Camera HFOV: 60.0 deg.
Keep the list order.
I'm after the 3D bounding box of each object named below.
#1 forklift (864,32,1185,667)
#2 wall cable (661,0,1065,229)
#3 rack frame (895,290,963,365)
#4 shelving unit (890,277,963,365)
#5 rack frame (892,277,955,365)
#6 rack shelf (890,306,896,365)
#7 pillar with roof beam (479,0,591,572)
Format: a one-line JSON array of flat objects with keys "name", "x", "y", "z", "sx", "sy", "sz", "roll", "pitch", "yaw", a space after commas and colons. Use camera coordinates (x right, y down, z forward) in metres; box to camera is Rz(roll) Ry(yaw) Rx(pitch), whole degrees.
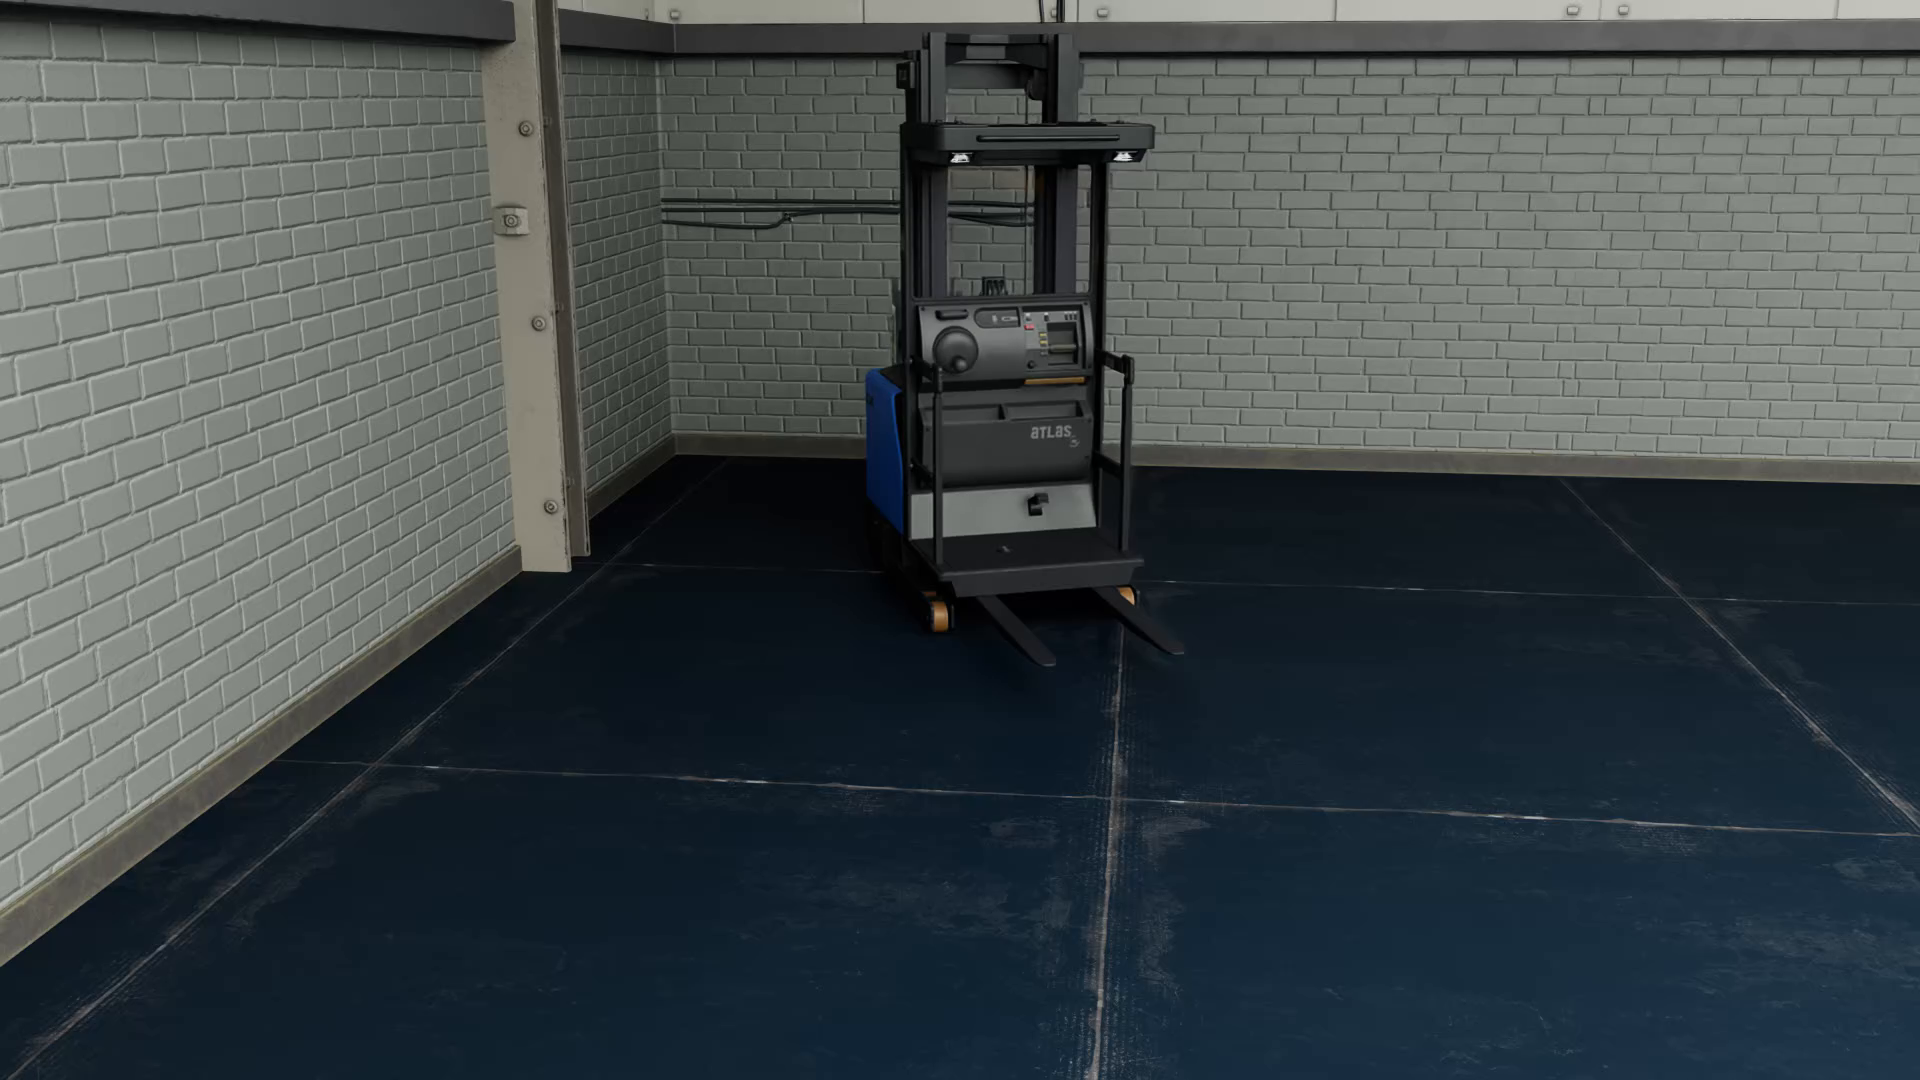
[{"name": "forklift", "x": 0.298, "y": -1.054, "z": 8.445, "sx": 1.130, "sy": 2.935, "sz": 3.031, "roll": -4, "pitch": 16, "yaw": -14}, {"name": "wall cable", "x": -0.717, "y": -3.442, "z": 11.601, "sx": 3.097, "sy": 2.526, "sz": 0.112, "roll": 2, "pitch": 15, "yaw": 6}, {"name": "rack frame", "x": -0.185, "y": -0.758, "z": 10.094, "sx": 0.400, "sy": 1.500, "sz": 0.023, "roll": -1, "pitch": 15, "yaw": -4}, {"name": "shelving unit", "x": -0.209, "y": -0.854, "z": 10.446, "sx": 0.431, "sy": 1.500, "sz": 0.755, "roll": -1, "pitch": 15, "yaw": -4}, {"name": "rack frame", "x": -0.233, "y": -0.949, "z": 10.799, "sx": 0.400, "sy": 1.500, "sz": 0.023, "roll": -1, "pitch": 15, "yaw": -4}, {"name": "rack shelf", "x": -0.209, "y": -1.230, "z": 10.344, "sx": 0.431, "sy": 0.370, "sz": 0.720, "roll": -1, "pitch": 15, "yaw": -4}, {"name": "pillar with roof beam", "x": 1.914, "y": -4.089, "z": 8.046, "sx": 9.100, "sy": 9.000, "sz": 0.400, "roll": 2, "pitch": 15, "yaw": 6}]
